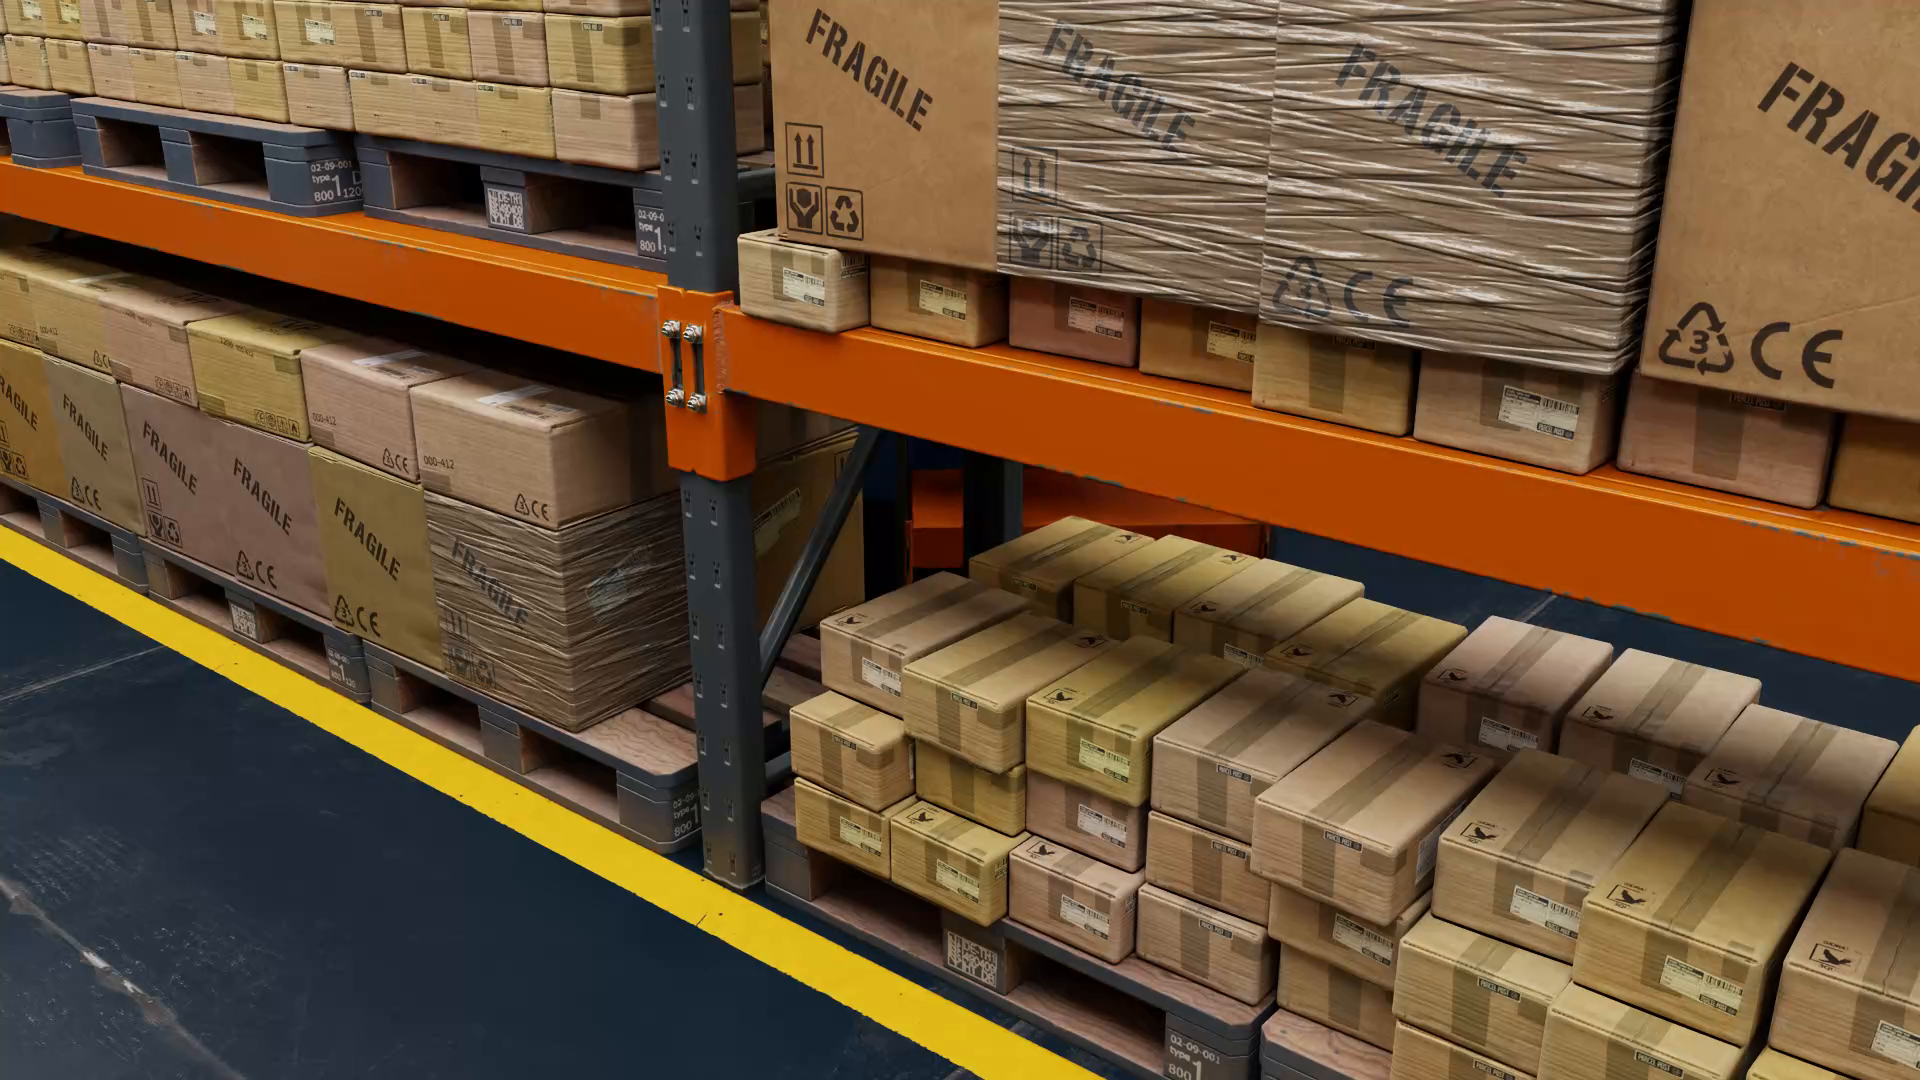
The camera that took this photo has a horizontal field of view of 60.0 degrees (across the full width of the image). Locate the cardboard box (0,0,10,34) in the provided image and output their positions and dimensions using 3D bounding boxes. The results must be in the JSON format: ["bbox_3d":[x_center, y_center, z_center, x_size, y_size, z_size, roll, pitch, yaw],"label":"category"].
[{"bbox_3d":[-2.846,-1.669,5.182,0.250,0.149,0.380,18,27,39],"label":"cardboard box"}]

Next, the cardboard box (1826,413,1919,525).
[{"bbox_3d":[1.304,-0.133,2.125,0.250,0.149,0.380,17,26,37],"label":"cardboard box"}]

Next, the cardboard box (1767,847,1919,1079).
[{"bbox_3d":[1.346,0.618,2.380,0.250,0.149,0.380,15,25,35],"label":"cardboard box"}]

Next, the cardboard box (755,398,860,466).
[{"bbox_3d":[-0.611,-0.396,4.351,0.500,0.250,0.500,15,25,34],"label":"cardboard box"}]

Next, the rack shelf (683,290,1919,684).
[{"bbox_3d":[1.344,0.002,2.432,4.000,0.370,1.077,16,26,36],"label":"rack shelf"}]

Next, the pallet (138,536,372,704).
[{"bbox_3d":[-1.759,0.078,5.161,1.213,0.211,1.003,16,26,36],"label":"pallet"}]

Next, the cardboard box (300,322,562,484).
[{"bbox_3d":[-1.332,-0.374,4.294,0.500,0.250,0.500,18,27,39],"label":"cardboard box"}]

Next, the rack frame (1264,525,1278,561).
[{"bbox_3d":[0.847,-0.253,4.744,0.032,1.125,0.500,-1,21,-2],"label":"rack frame"}]

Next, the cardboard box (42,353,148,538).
[{"bbox_3d":[-2.526,-0.361,5.323,0.500,0.500,0.500,16,26,37],"label":"cardboard box"}]

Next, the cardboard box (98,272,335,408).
[{"bbox_3d":[-2.155,-0.604,4.903,0.500,0.250,0.500,16,26,37],"label":"cardboard box"}]

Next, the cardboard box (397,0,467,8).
[{"bbox_3d":[-1.048,-1.292,3.762,0.250,0.149,0.380,15,25,35],"label":"cardboard box"}]

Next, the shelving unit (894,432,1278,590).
[{"bbox_3d":[0.339,-0.246,4.725,1.048,1.125,0.538,-1,21,-2],"label":"shelving unit"}]

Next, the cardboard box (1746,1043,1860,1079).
[{"bbox_3d":[1.304,0.780,2.371,0.250,0.149,0.380,18,27,39],"label":"cardboard box"}]

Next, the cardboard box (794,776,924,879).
[{"bbox_3d":[-0.127,0.526,3.468,0.250,0.149,0.380,15,25,34],"label":"cardboard box"}]

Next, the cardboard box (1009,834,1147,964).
[{"bbox_3d":[0.305,0.626,3.202,0.250,0.149,0.380,16,26,36],"label":"cardboard box"}]

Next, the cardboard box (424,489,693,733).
[{"bbox_3d":[-0.938,0.096,4.110,0.500,0.500,0.500,15,26,35],"label":"cardboard box"}]

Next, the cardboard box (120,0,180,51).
[{"bbox_3d":[-2.058,-1.442,4.580,0.250,0.149,0.380,16,26,36],"label":"cardboard box"}]

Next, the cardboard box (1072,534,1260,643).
[{"bbox_3d":[0.458,0.133,3.668,0.250,0.149,0.380,16,26,37],"label":"cardboard box"}]

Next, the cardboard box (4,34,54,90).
[{"bbox_3d":[-2.668,-1.477,5.095,0.250,0.149,0.380,18,27,39],"label":"cardboard box"}]

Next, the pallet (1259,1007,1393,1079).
[{"bbox_3d":[1.286,0.936,2.887,1.213,0.211,1.003,16,26,36],"label":"pallet"}]

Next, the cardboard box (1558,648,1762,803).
[{"bbox_3d":[1.291,0.357,3.072,0.250,0.149,0.380,15,25,34],"label":"cardboard box"}]

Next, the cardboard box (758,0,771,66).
[{"bbox_3d":[-0.422,-1.270,4.124,0.250,0.149,0.380,15,26,35],"label":"cardboard box"}]

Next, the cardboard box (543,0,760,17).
[{"bbox_3d":[-0.640,-1.174,3.449,0.250,0.149,0.380,18,27,39],"label":"cardboard box"}]

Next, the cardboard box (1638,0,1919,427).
[{"bbox_3d":[1.208,-0.445,2.034,0.500,0.500,0.500,18,27,39],"label":"cardboard box"}]

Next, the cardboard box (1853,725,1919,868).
[{"bbox_3d":[1.670,0.473,2.766,0.250,0.149,0.380,17,26,37],"label":"cardboard box"}]

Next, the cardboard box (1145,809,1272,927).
[{"bbox_3d":[0.545,0.523,3.053,0.250,0.149,0.380,15,25,34],"label":"cardboard box"}]

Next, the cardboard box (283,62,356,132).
[{"bbox_3d":[-1.445,-1.125,4.161,0.250,0.149,0.380,15,25,34],"label":"cardboard box"}]

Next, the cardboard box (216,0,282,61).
[{"bbox_3d":[-1.662,-1.327,4.275,0.250,0.149,0.380,16,26,37],"label":"cardboard box"}]

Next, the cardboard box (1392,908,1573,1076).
[{"bbox_3d":[0.898,0.665,2.678,0.250,0.149,0.380,16,26,36],"label":"cardboard box"}]

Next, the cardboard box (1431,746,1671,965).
[{"bbox_3d":[0.959,0.502,2.689,0.250,0.149,0.380,15,25,34],"label":"cardboard box"}]

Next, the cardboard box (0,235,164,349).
[{"bbox_3d":[-2.923,-0.831,5.506,0.500,0.250,0.500,15,25,34],"label":"cardboard box"}]

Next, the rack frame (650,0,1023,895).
[{"bbox_3d":[-0.206,-0.781,3.488,0.127,3.000,1.000,16,26,36],"label":"rack frame"}]

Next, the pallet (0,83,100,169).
[{"bbox_3d":[-2.685,-1.454,5.544,1.003,0.211,1.213,16,26,36],"label":"pallet"}]

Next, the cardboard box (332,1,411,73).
[{"bbox_3d":[-1.249,-1.208,3.960,0.250,0.149,0.380,15,25,35],"label":"cardboard box"}]

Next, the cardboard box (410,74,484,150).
[{"bbox_3d":[-1.032,-1.008,3.852,0.250,0.149,0.380,16,26,36],"label":"cardboard box"}]

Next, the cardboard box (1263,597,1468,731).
[{"bbox_3d":[0.807,0.265,3.315,0.250,0.149,0.380,17,27,38],"label":"cardboard box"}]

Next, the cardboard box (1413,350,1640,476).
[{"bbox_3d":[0.858,-0.230,2.383,0.250,0.149,0.380,17,27,39],"label":"cardboard box"}]

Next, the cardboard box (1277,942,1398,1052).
[{"bbox_3d":[0.764,0.720,2.954,0.250,0.149,0.380,15,25,34],"label":"cardboard box"}]

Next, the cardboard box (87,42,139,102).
[{"bbox_3d":[-2.251,-1.359,4.781,0.250,0.149,0.380,17,27,38],"label":"cardboard box"}]

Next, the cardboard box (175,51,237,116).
[{"bbox_3d":[-1.856,-1.244,4.476,0.250,0.149,0.380,15,25,35],"label":"cardboard box"}]

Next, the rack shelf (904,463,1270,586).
[{"bbox_3d":[0.339,-0.017,4.811,1.000,0.278,0.538,-1,21,-2],"label":"rack shelf"}]

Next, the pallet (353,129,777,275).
[{"bbox_3d":[-0.706,-0.901,4.079,1.213,0.211,1.003,16,26,36],"label":"pallet"}]

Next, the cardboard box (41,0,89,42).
[{"bbox_3d":[-2.441,-1.554,4.877,0.250,0.149,0.380,16,26,37],"label":"cardboard box"}]

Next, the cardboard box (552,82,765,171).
[{"bbox_3d":[-0.638,-0.894,3.549,0.250,0.149,0.380,15,26,35],"label":"cardboard box"}]

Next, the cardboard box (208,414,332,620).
[{"bbox_3d":[-1.730,-0.134,4.720,0.500,0.500,0.500,15,26,35],"label":"cardboard box"}]

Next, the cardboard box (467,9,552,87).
[{"bbox_3d":[-0.844,-1.092,3.653,0.250,0.149,0.380,16,26,37],"label":"cardboard box"}]

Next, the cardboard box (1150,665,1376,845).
[{"bbox_3d":[0.550,0.384,3.000,0.250,0.149,0.380,15,25,35],"label":"cardboard box"}]

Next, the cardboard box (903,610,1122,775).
[{"bbox_3d":[0.106,0.289,3.252,0.250,0.149,0.380,18,27,39],"label":"cardboard box"}]

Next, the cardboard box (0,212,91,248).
[{"bbox_3d":[-3.719,-0.978,6.603,0.750,0.750,1.050,16,26,36],"label":"cardboard box"}]

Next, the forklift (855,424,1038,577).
[{"bbox_3d":[0.019,-1.723,6.084,1.130,2.935,3.031,2,21,5],"label":"forklift"}]

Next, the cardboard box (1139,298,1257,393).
[{"bbox_3d":[0.501,-0.366,2.744,0.250,0.149,0.380,15,25,34],"label":"cardboard box"}]

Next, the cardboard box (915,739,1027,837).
[{"bbox_3d":[0.126,0.418,3.333,0.250,0.149,0.380,16,26,37],"label":"cardboard box"}]

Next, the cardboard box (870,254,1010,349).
[{"bbox_3d":[0.054,-0.473,3.028,0.250,0.149,0.380,17,27,38],"label":"cardboard box"}]

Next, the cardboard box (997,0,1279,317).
[{"bbox_3d":[0.407,-0.679,2.654,0.500,0.500,0.500,16,26,36],"label":"cardboard box"}]
